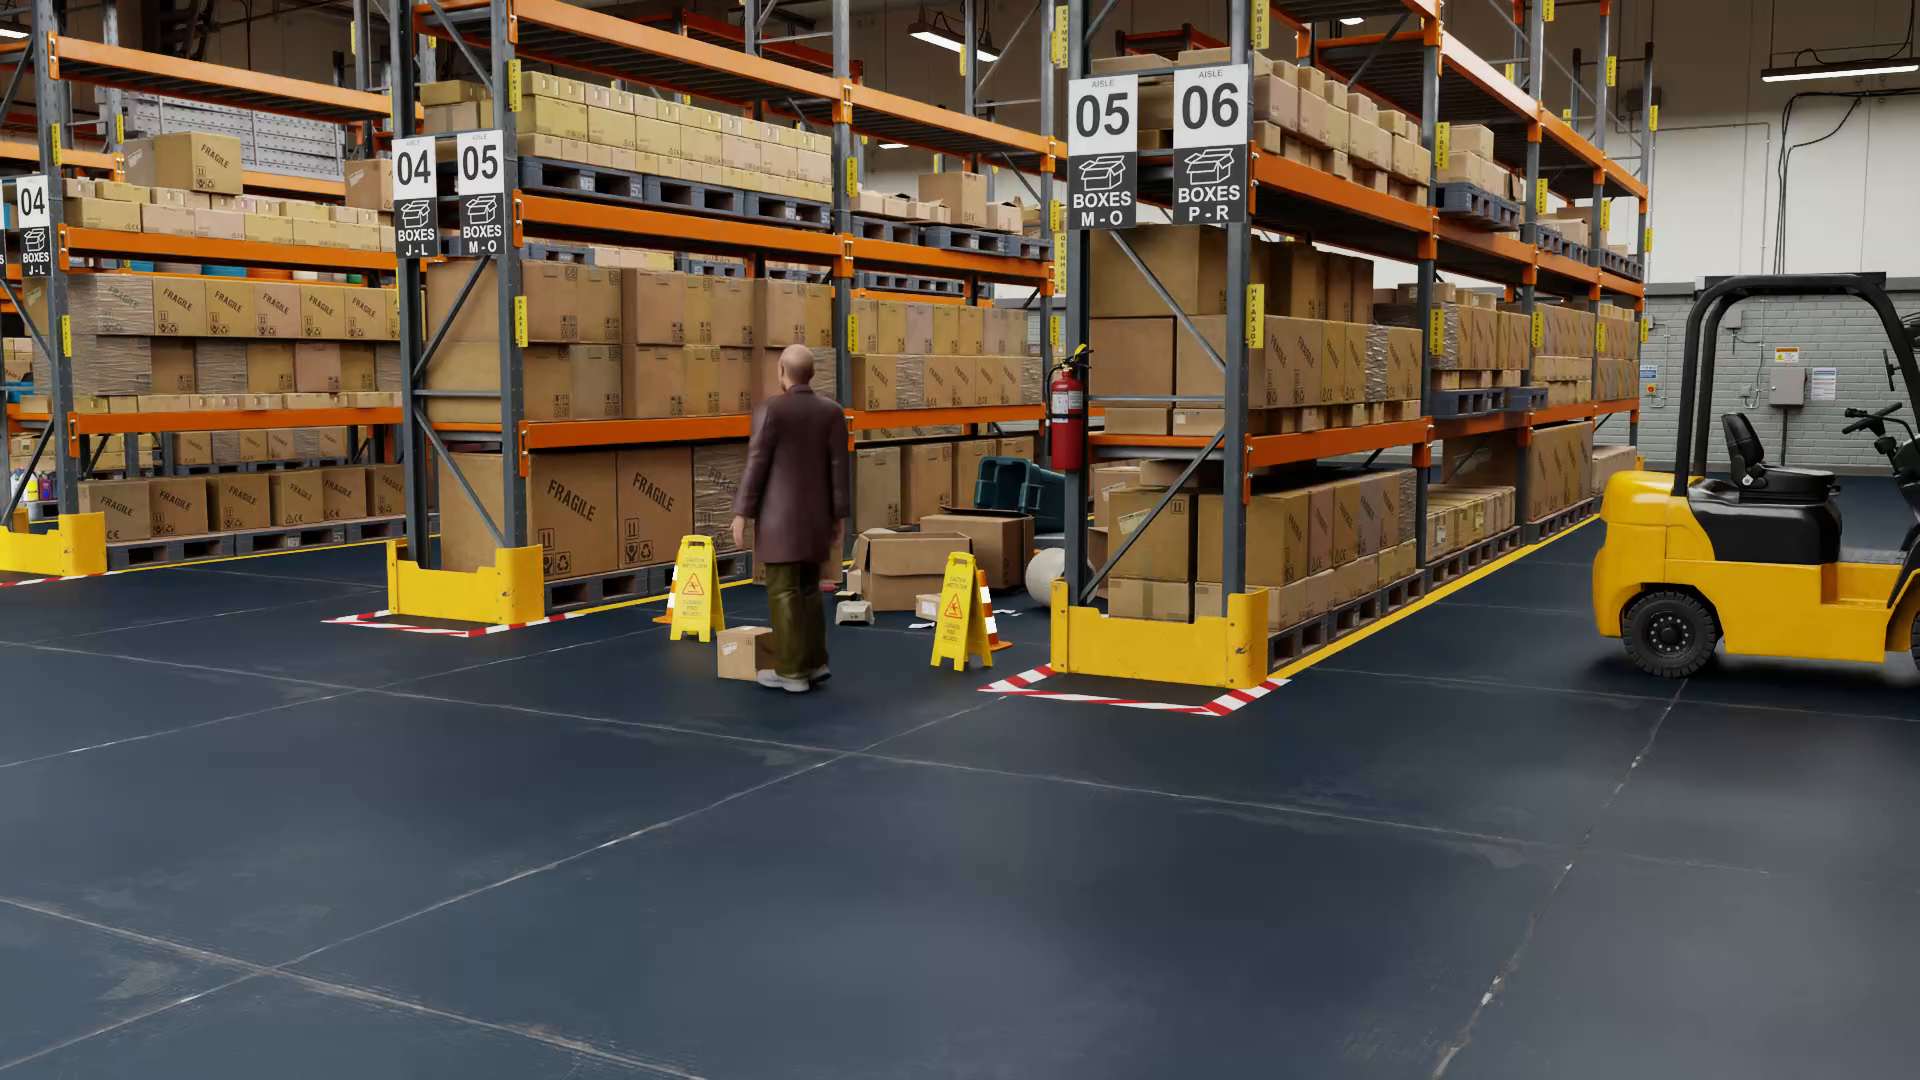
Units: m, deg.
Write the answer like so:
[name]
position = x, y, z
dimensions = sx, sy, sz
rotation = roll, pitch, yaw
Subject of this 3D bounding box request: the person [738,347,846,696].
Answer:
[person]
position = -0.897, -0.106, 8.604
dimensions = 0.571, 1.775, 0.448
rotation = -4, 7, -34
